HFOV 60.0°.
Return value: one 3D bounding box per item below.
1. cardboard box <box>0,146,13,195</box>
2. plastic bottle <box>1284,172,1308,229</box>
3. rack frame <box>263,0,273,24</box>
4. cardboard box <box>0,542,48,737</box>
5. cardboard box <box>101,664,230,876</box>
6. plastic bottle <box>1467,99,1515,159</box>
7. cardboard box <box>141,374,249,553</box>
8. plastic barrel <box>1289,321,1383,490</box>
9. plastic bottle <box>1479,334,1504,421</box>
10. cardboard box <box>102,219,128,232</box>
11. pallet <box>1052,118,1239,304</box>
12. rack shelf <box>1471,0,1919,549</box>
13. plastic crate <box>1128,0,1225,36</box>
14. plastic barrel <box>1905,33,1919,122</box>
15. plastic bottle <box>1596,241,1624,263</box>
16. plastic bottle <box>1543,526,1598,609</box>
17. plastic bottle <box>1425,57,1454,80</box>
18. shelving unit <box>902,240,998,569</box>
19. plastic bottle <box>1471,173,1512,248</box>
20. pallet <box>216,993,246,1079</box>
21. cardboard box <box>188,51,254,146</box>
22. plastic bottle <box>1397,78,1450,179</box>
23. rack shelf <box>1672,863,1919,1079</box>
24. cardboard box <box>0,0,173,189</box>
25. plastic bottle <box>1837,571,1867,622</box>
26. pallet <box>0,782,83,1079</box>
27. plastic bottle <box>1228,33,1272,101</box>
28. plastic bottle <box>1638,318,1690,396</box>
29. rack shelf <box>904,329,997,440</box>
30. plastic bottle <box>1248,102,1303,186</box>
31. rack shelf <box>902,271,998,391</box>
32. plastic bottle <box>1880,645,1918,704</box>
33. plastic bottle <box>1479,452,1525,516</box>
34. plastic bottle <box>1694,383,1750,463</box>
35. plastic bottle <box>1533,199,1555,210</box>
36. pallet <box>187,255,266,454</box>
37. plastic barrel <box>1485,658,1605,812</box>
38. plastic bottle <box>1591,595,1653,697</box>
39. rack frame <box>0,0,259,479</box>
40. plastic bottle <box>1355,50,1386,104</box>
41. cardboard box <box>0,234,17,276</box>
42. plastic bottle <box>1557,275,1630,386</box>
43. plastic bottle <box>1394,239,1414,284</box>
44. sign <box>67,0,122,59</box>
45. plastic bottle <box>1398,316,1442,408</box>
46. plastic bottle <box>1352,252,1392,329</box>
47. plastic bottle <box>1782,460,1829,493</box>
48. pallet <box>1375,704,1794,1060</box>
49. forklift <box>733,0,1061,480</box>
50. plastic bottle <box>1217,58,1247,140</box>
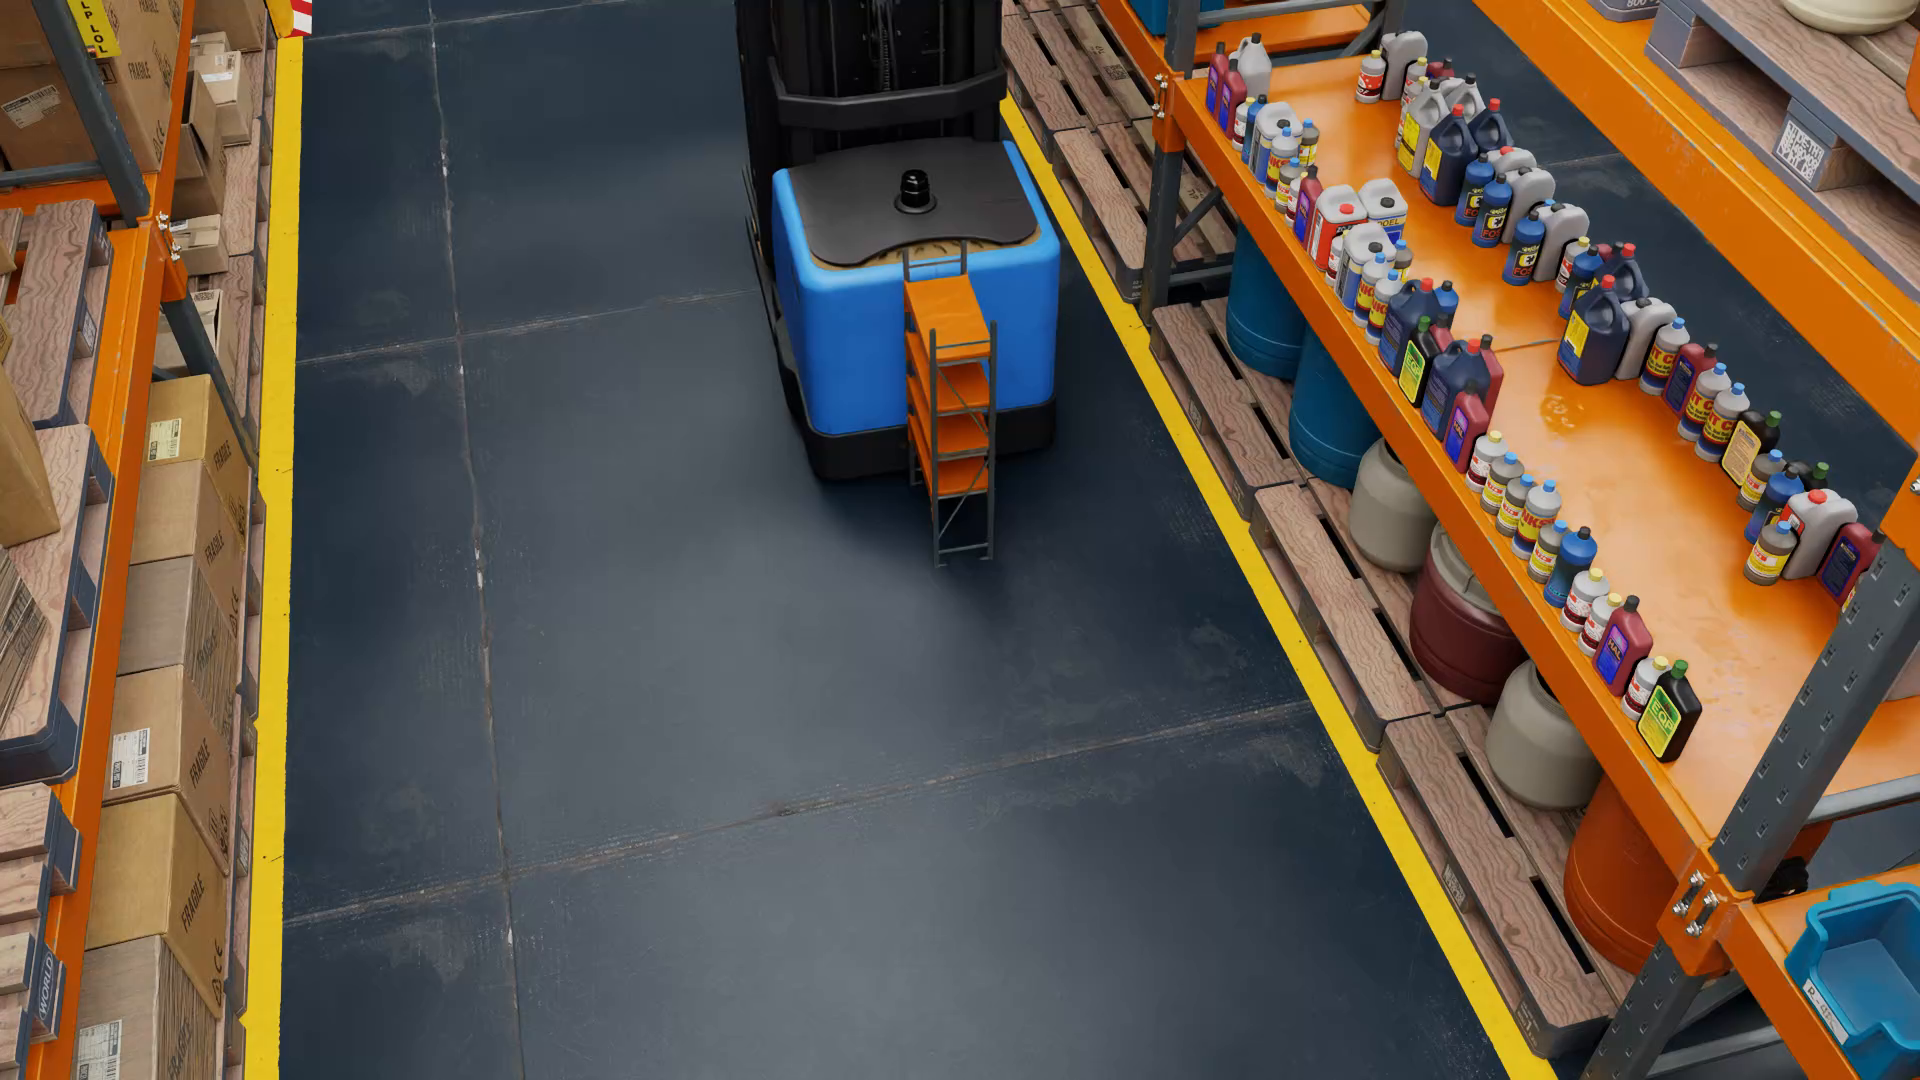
[{"bbox_3d":[-3.831,-1.591,6.139,0.500,0.500,0.500,-10,46,-10],"label":"cardboard box"},{"bbox_3d":[1.231,-1.230,5.995,0.097,0.201,0.097,0,46,0],"label":"plastic bottle"},{"bbox_3d":[-4.479,-4.020,8.589,1.000,3.000,0.127,-11,47,-10],"label":"rack frame"},{"bbox_3d":[-2.750,0.241,4.050,0.700,0.500,0.500,-3,46,-3],"label":"cardboard box"},{"bbox_3d":[-2.673,0.791,5.317,0.500,0.500,0.500,-12,47,-12],"label":"cardboard box"},{"bbox_3d":[1.933,-1.442,6.097,0.144,0.351,0.185,-11,47,-10],"label":"plastic bottle"},{"bbox_3d":[-3.051,-0.249,6.336,0.500,0.500,0.500,-11,47,-11],"label":"cardboard box"},{"bbox_3d":[1.639,-0.706,6.517,0.600,0.901,0.708,-11,47,-10],"label":"plastic barrel"},{"bbox_3d":[1.642,-0.503,5.225,0.061,0.283,0.133,-11,47,-10],"label":"plastic bottle"},{"bbox_3d":[-4.067,-1.330,7.528,0.500,0.311,0.500,-11,47,-10],"label":"cardboard box"},{"bbox_3d":[1.109,-1.686,8.254,1.003,0.211,1.213,-11,47,-10],"label":"pallet"},{"bbox_3d":[1.847,-1.579,4.600,1.077,0.370,4.000,-11,47,-10],"label":"rack shelf"},{"bbox_3d":[0.885,-2.437,7.007,0.392,0.384,0.575,-11,47,-10],"label":"plastic crate"},{"bbox_3d":[2.216,-1.139,3.071,0.600,0.830,0.708,-11,47,-10],"label":"plastic barrel"},{"bbox_3d":[2.168,-0.903,5.616,0.061,0.283,0.133,-11,47,-10],"label":"plastic bottle"},{"bbox_3d":[1.722,0.067,4.674,0.097,0.271,0.097,0,46,0],"label":"plastic bottle"},{"bbox_3d":[1.851,-1.756,6.452,0.061,0.283,0.133,-11,47,-10],"label":"plastic bottle"},{"bbox_3d":[-0.040,-0.499,6.398,0.258,1.200,0.503,-9,46,-9],"label":"shelving unit"},{"bbox_3d":[1.889,-1.174,5.891,0.097,0.271,0.097,0,46,0],"label":"plastic bottle"},{"bbox_3d":[-2.585,1.957,4.684,1.003,0.211,1.213,-11,47,-10],"label":"pallet"},{"bbox_3d":[-3.887,-2.220,8.442,0.500,0.250,0.500,-11,47,-10],"label":"cardboard box"},{"bbox_3d":[1.747,-1.543,6.196,0.144,0.351,0.185,-11,47,-10],"label":"plastic bottle"},{"bbox_3d":[2.871,2.233,2.965,1.077,0.370,4.000,-11,47,-10],"label":"rack shelf"},{"bbox_3d":[-3.322,-1.695,6.241,0.500,0.500,0.500,-10,46,-9],"label":"cardboard box"},{"bbox_3d":[2.532,0.160,4.632,0.097,0.201,0.097,0,46,0],"label":"plastic bottle"},{"bbox_3d":[-2.672,1.115,3.691,1.213,0.211,1.003,-11,47,-10],"label":"pallet"},{"bbox_3d":[1.122,-1.814,6.462,0.144,0.351,0.185,-11,47,-10],"label":"plastic bottle"},{"bbox_3d":[2.261,-0.595,5.323,0.097,0.271,0.097,0,46,0],"label":"plastic bottle"},{"bbox_3d":[-0.040,-0.608,6.287,0.258,0.148,0.480,-9,46,-9],"label":"rack shelf"},{"bbox_3d":[1.178,-1.476,6.183,0.152,0.276,0.135,-11,47,-10],"label":"plastic bottle"},{"bbox_3d":[-0.040,-0.774,6.118,0.258,0.148,0.480,-9,46,-9],"label":"rack shelf"},{"bbox_3d":[2.413,0.314,4.429,0.152,0.276,0.135,-11,47,-10],"label":"plastic bottle"},{"bbox_3d":[1.622,-0.177,4.962,0.097,0.201,0.097,0,46,0],"label":"plastic bottle"},{"bbox_3d":[2.345,-0.368,5.101,0.097,0.271,0.097,0,46,0],"label":"plastic bottle"},{"bbox_3d":[2.061,-1.110,5.877,0.097,0.201,0.097,0,46,0],"label":"plastic bottle"},{"bbox_3d":[-3.630,-0.756,7.344,1.003,0.211,1.213,-11,47,-10],"label":"pallet"},{"bbox_3d":[1.986,0.616,5.494,0.421,0.512,0.421,0,46,0],"label":"plastic barrel"},{"bbox_3d":[1.783,0.281,4.457,0.061,0.283,0.133,-11,47,-10],"label":"plastic bottle"},{"bbox_3d":[-3.455,-1.258,5.883,1.000,3.000,0.127,-11,47,-10],"label":"rack frame"},{"bbox_3d":[1.632,-1.843,6.595,0.097,0.201,0.097,0,46,0],"label":"plastic bottle"},{"bbox_3d":[-3.550,-1.072,5.337,0.700,0.500,0.500,-26,51,-23],"label":"cardboard box"},{"bbox_3d":[2.056,-0.688,5.359,0.144,0.351,0.185,-11,47,-10],"label":"plastic bottle"},{"bbox_3d":[1.497,-0.939,5.709,0.097,0.201,0.097,0,46,0],"label":"plastic bottle"},{"bbox_3d":[-2.919,-1.767,5.571,0.100,0.325,0.005,-11,47,-10],"label":"sign"},{"bbox_3d":[1.468,-0.569,5.289,0.061,0.283,0.133,-11,47,-10],"label":"plastic bottle"},{"bbox_3d":[1.384,-0.843,5.566,0.097,0.271,0.097,0,46,0],"label":"plastic bottle"},{"bbox_3d":[2.452,-0.137,4.866,0.061,0.283,0.133,-11,47,-10],"label":"plastic bottle"},{"bbox_3d":[2.116,1.040,5.583,1.003,0.211,1.213,-11,47,-10],"label":"pallet"},{"bbox_3d":[-0.422,-2.347,6.998,1.130,2.935,3.031,-9,46,-9],"label":"forklift"},{"bbox_3d":[1.050,-1.697,6.395,0.061,0.283,0.133,-11,47,-10],"label":"plastic bottle"}]
